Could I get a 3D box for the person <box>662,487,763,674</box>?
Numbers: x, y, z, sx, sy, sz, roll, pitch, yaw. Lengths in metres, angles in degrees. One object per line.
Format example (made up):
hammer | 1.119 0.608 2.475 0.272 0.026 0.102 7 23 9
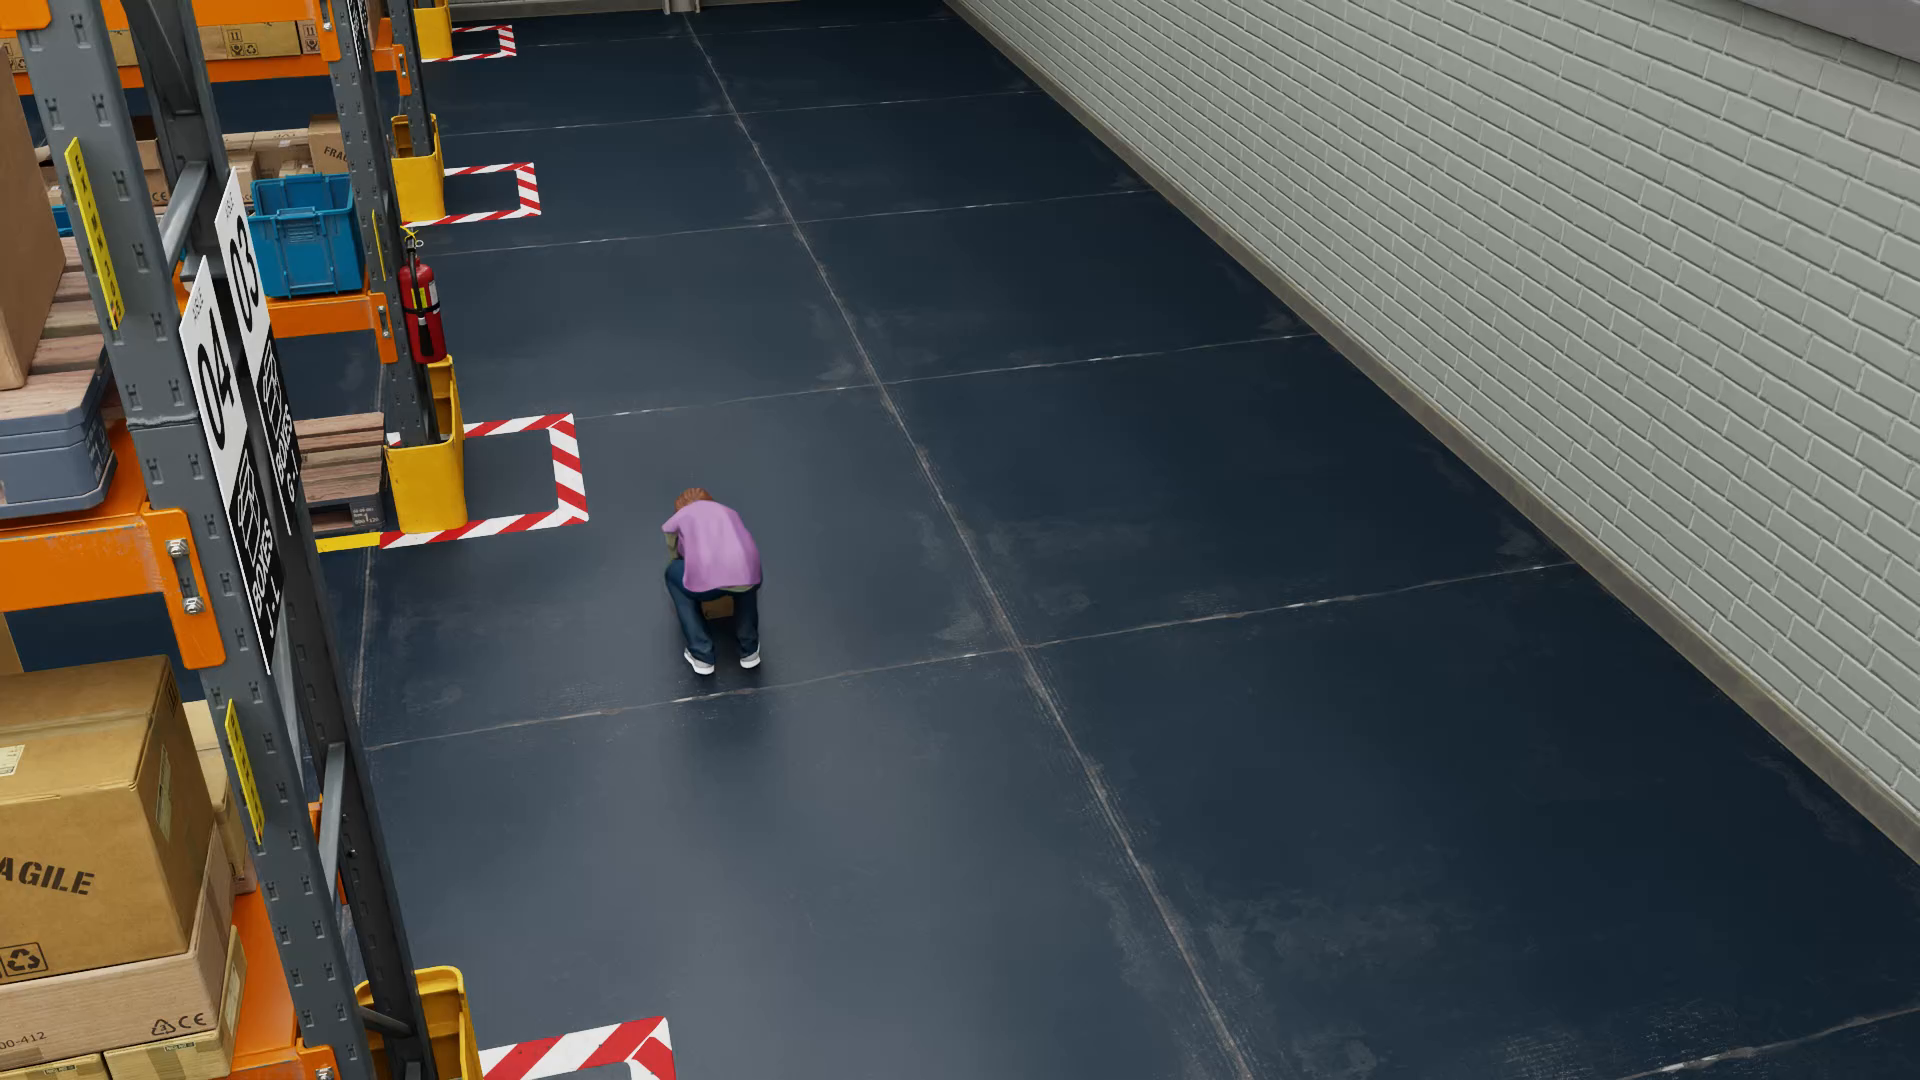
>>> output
person | -1.147 0.174 7.704 0.428 0.768 0.872 -9 32 -15
